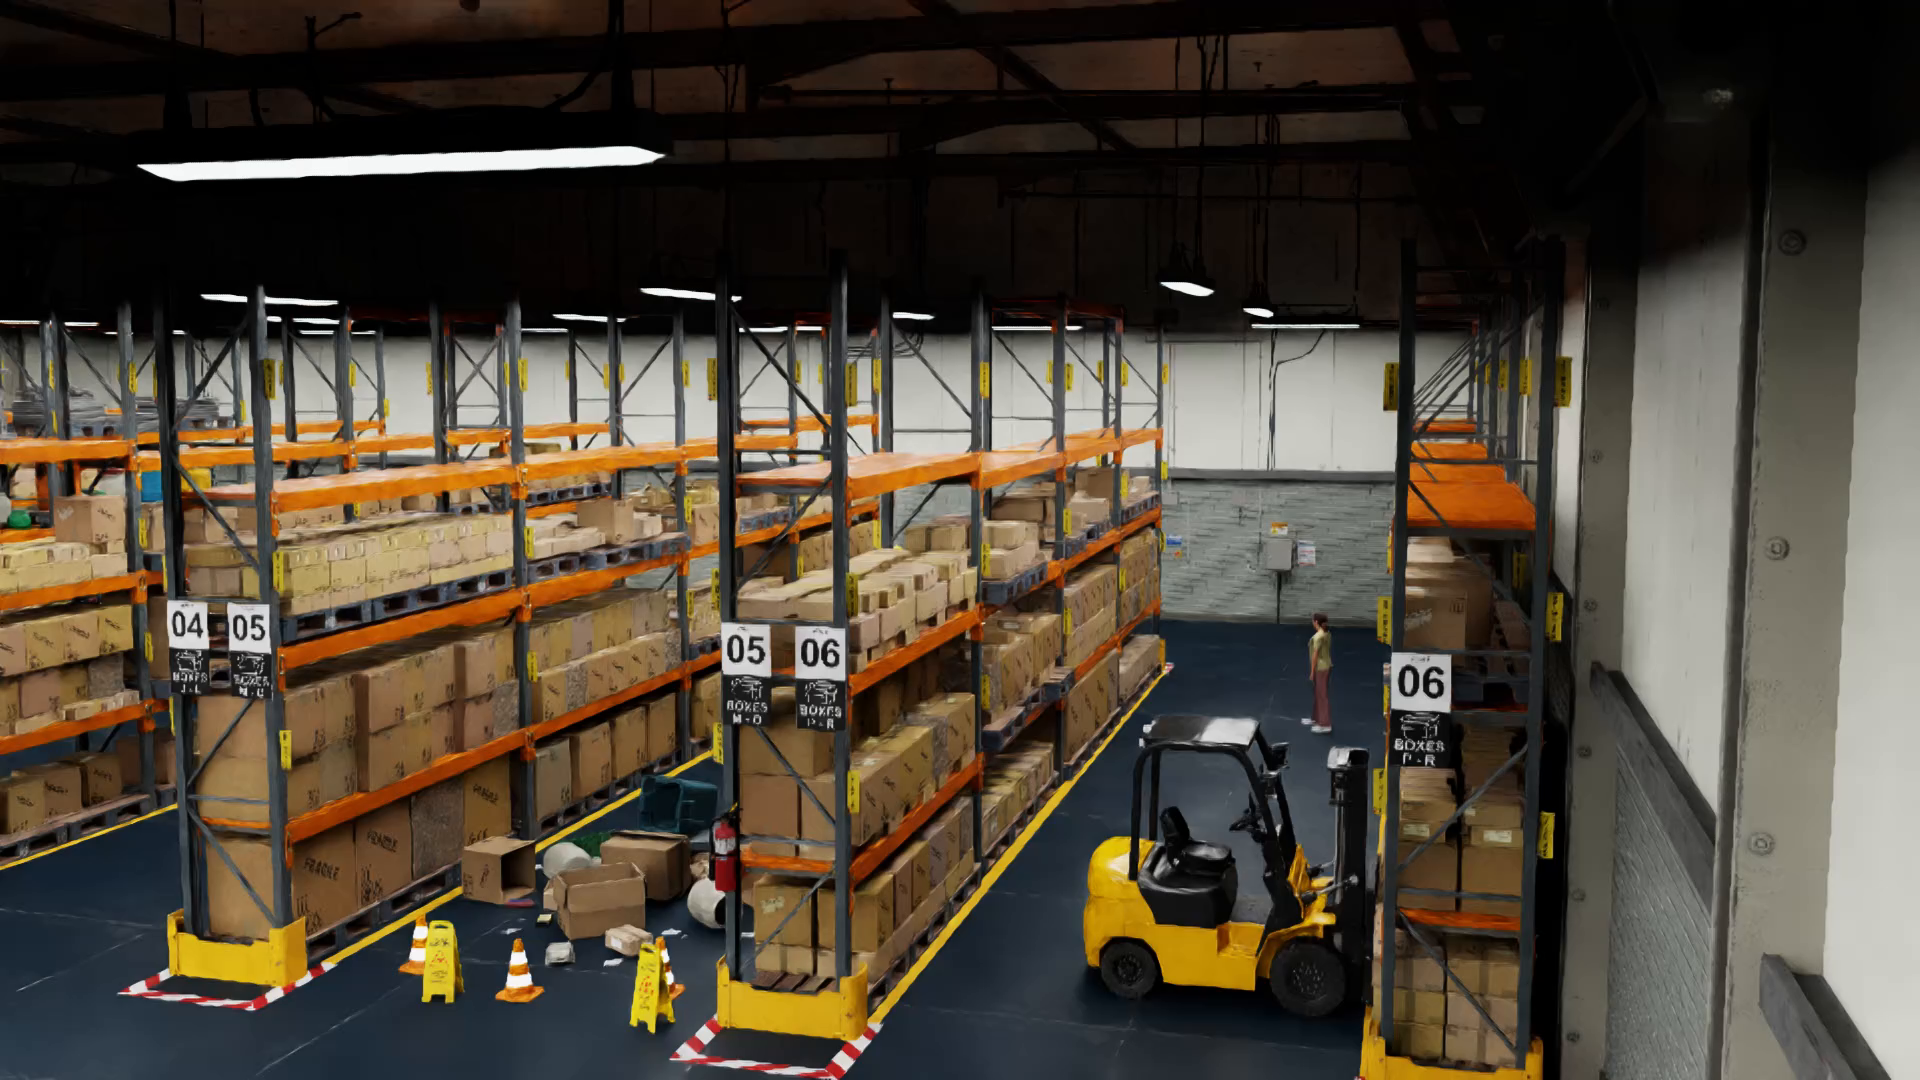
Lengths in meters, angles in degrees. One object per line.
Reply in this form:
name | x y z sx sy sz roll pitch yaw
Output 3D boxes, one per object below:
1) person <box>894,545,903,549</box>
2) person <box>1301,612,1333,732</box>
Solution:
person | -1.295 0.976 31.371 0.714 1.766 0.473 -4 7 -35
person | 5.054 1.894 23.487 0.540 1.555 0.544 4 7 32
